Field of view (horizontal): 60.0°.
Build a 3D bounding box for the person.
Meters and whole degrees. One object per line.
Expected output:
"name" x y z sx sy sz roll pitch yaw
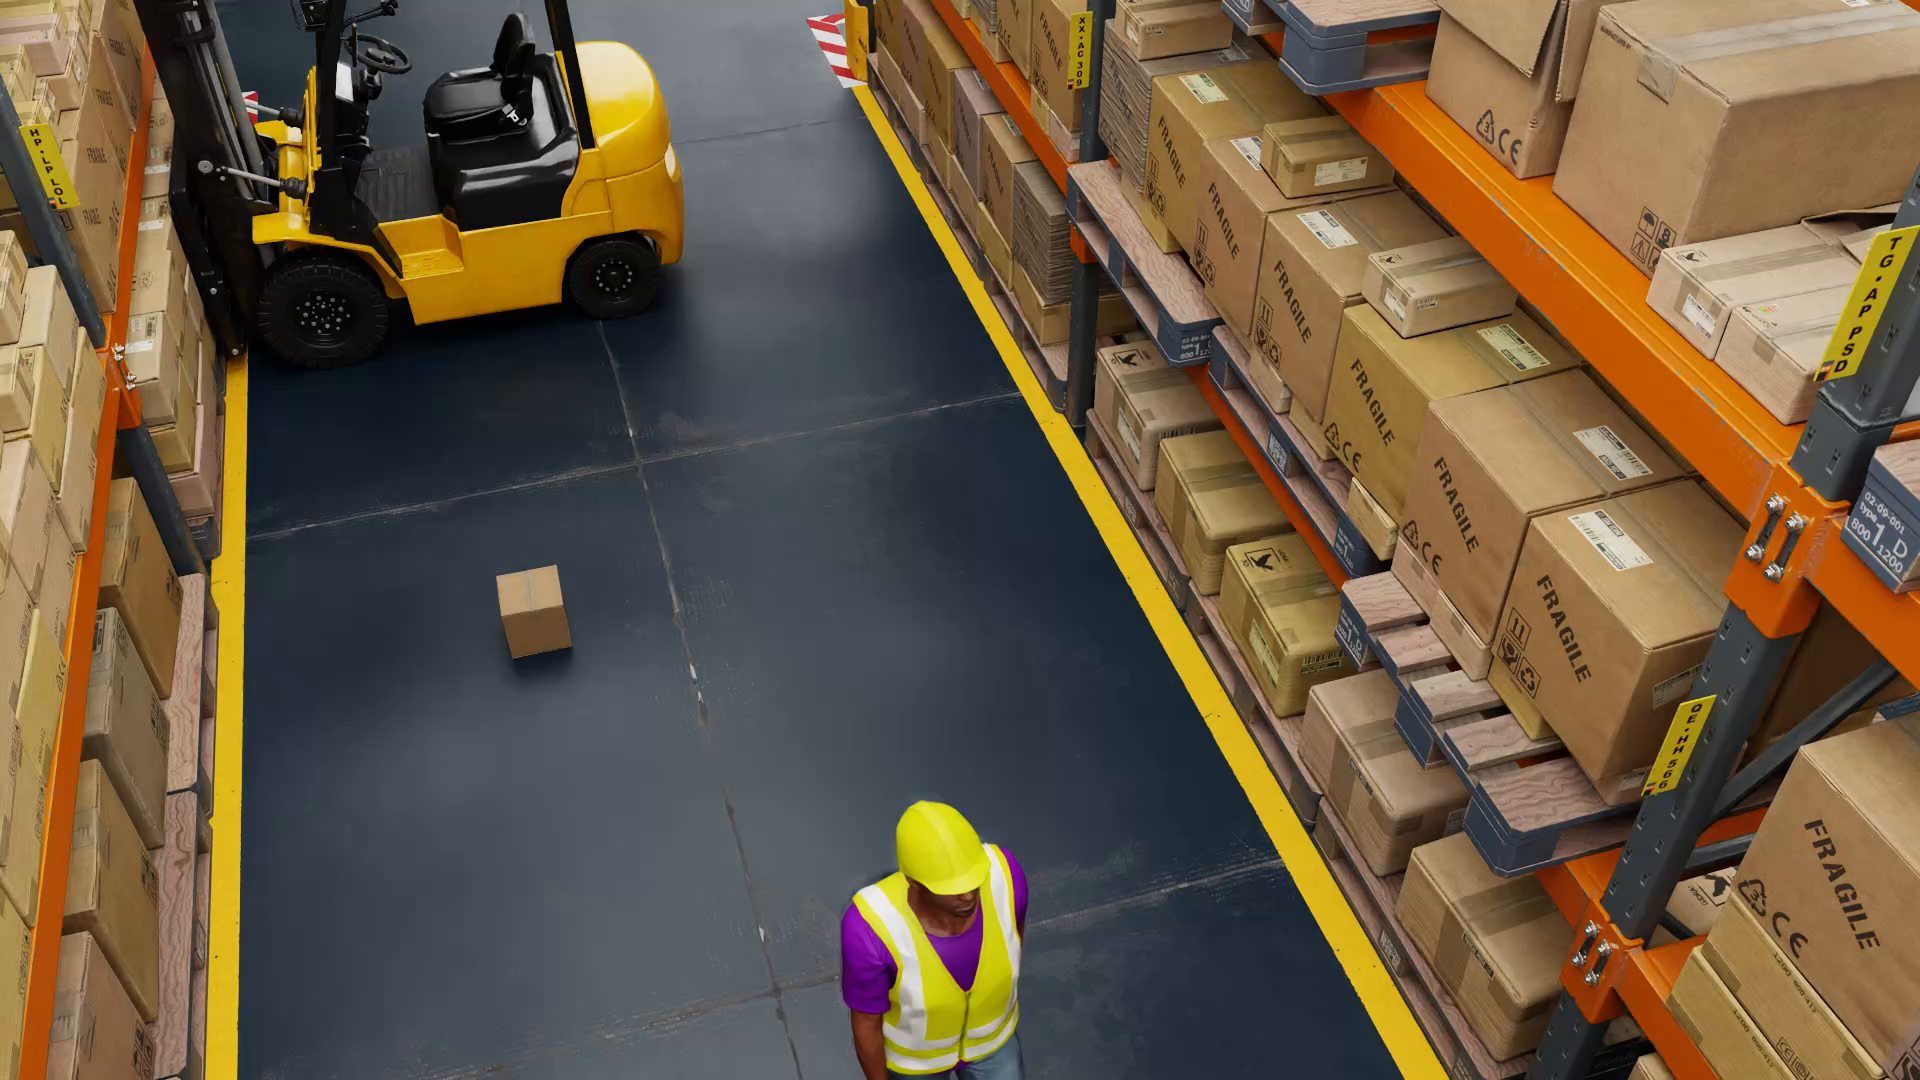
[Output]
"person" -0.028 1.409 4.610 0.563 1.833 0.653 -14 44 -15
